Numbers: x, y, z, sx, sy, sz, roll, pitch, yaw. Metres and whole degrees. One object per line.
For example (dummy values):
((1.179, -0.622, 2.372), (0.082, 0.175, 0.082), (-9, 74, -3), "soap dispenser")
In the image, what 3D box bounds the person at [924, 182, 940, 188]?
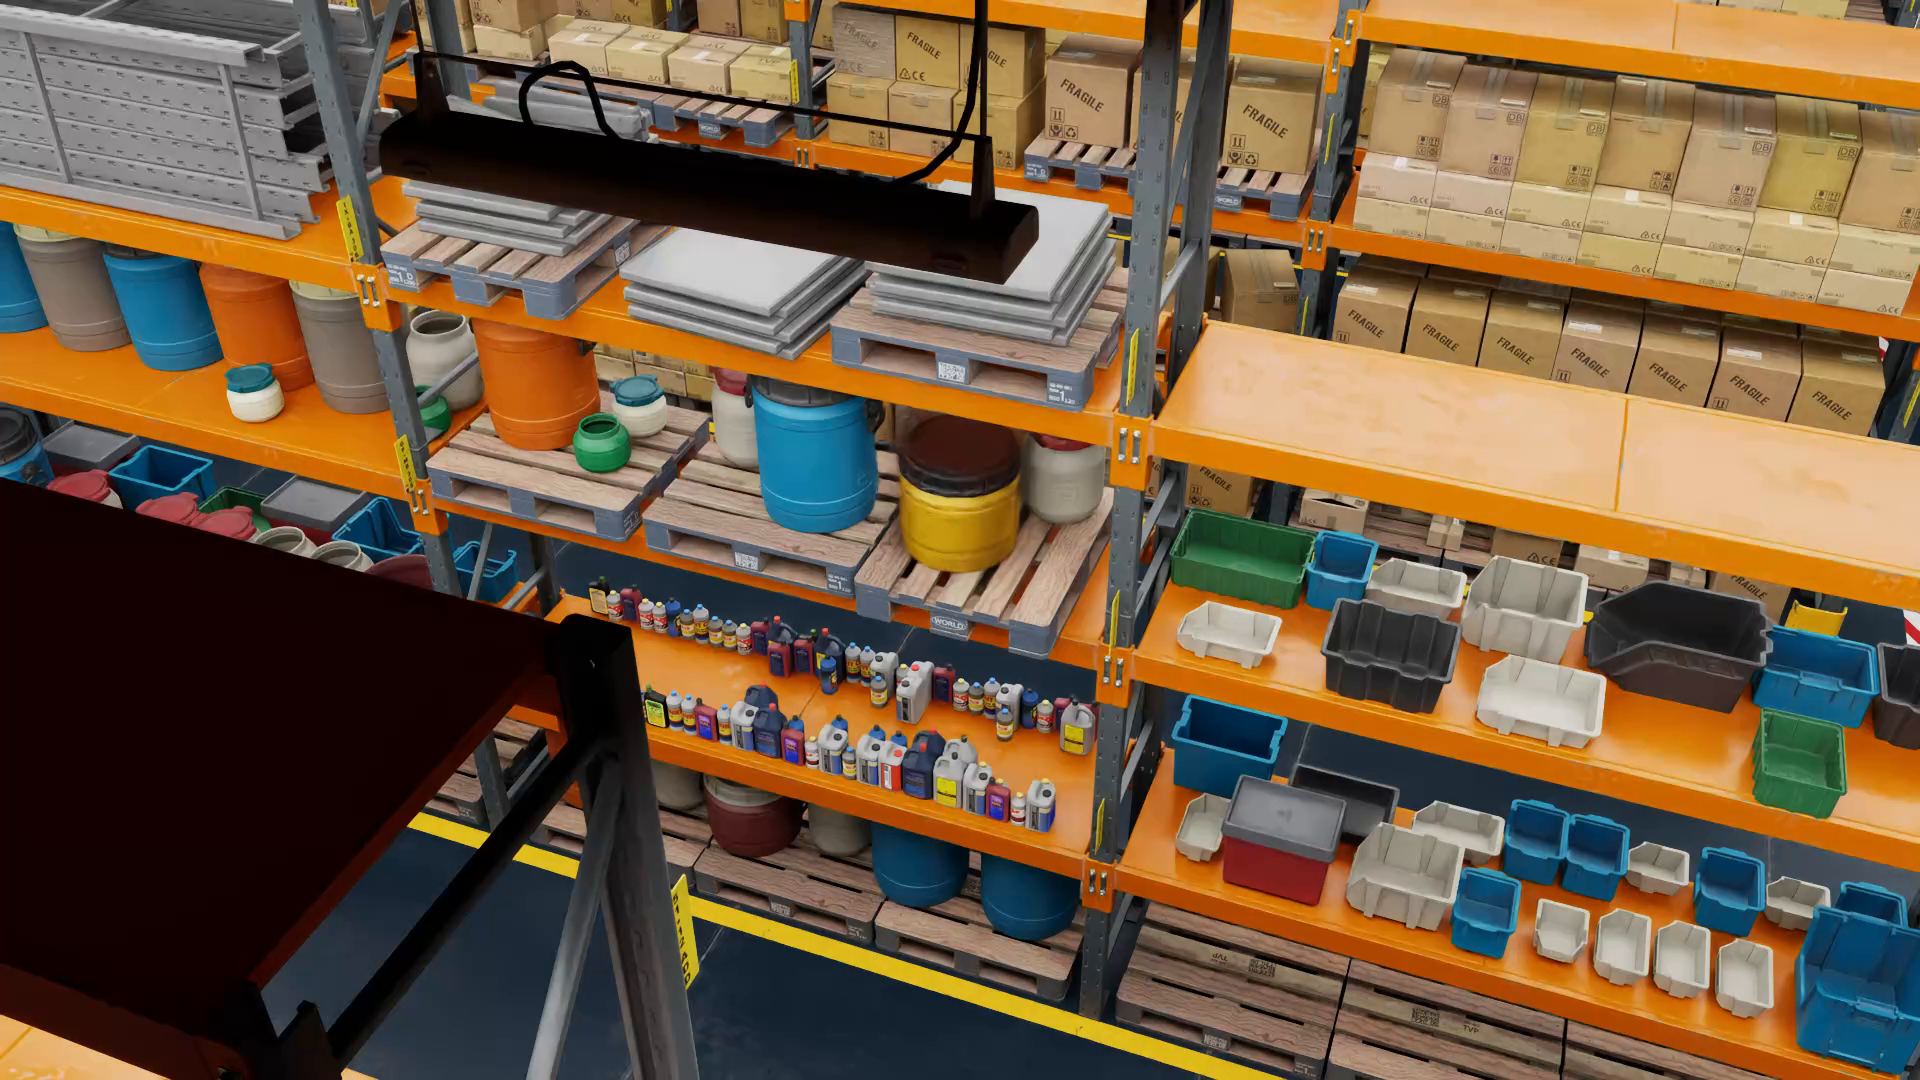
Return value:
((-0.074, -3.222, 16.392), (0.592, 1.647, 0.571), (9, 37, 12), "person")
